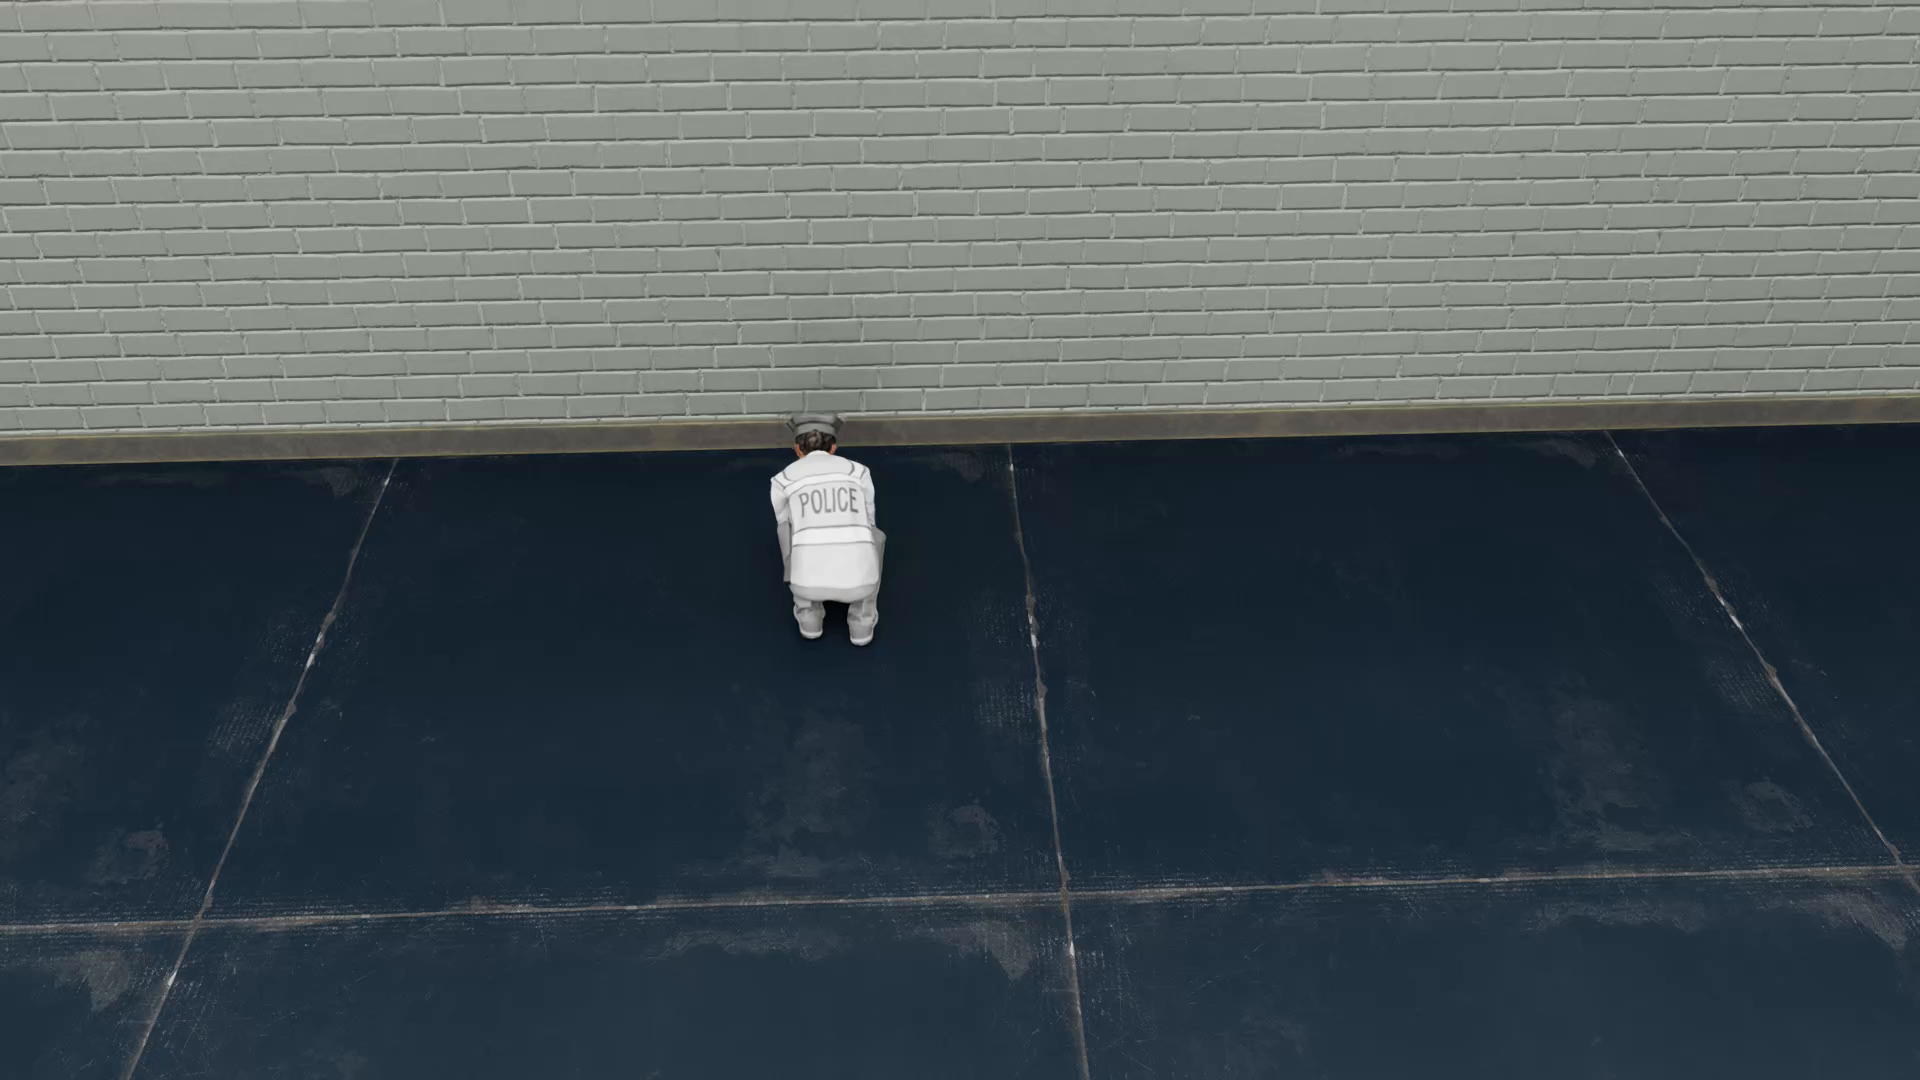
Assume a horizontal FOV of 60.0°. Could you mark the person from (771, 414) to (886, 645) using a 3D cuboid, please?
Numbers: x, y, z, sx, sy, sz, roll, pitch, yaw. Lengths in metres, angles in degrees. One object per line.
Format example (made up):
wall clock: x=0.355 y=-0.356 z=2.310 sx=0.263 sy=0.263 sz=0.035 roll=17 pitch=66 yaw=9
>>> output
person: x=-0.548 y=-0.027 z=6.971 sx=0.473 sy=0.849 sz=0.874 roll=-2 pitch=35 yaw=-2
